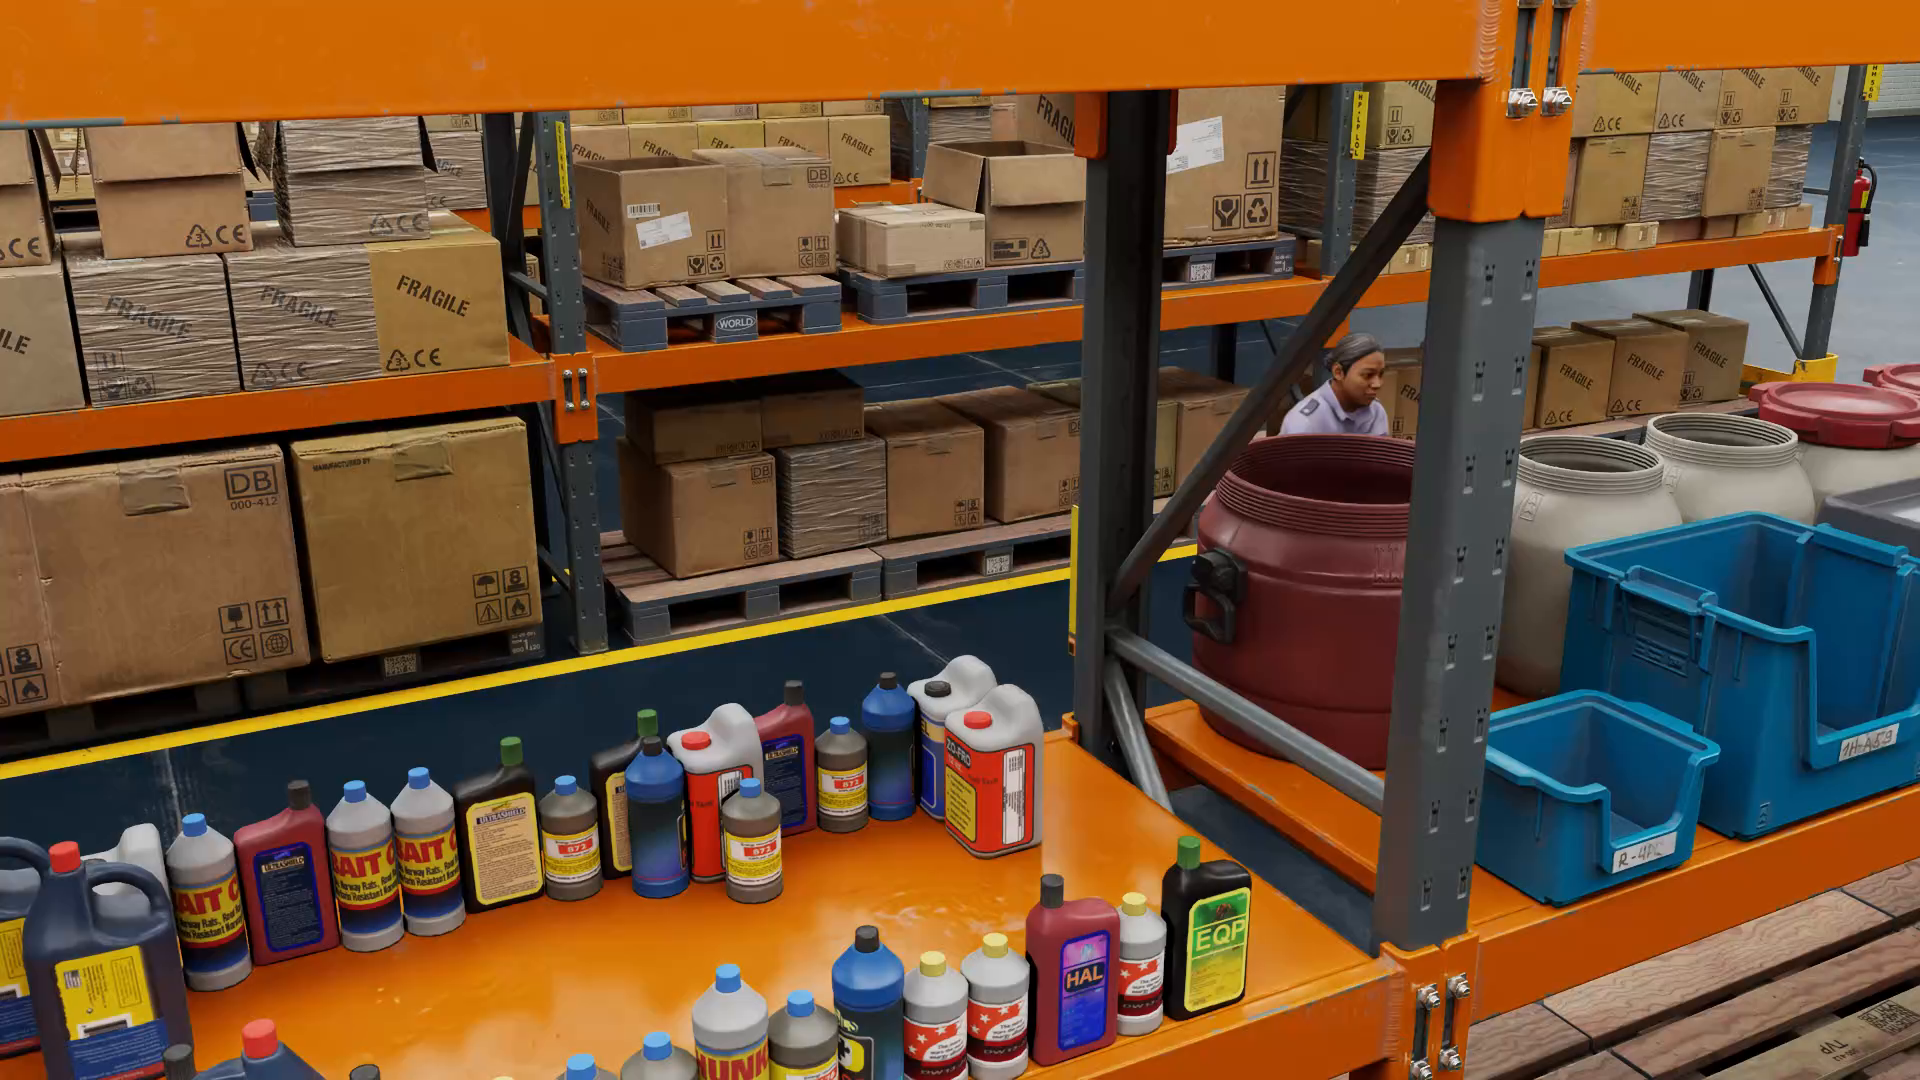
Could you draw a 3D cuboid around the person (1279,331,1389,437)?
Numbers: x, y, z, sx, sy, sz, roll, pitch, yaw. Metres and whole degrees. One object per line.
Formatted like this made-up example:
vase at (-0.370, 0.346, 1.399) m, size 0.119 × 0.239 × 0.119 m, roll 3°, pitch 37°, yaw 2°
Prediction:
person at (1.295, 0.074, 5.854) m, size 0.547 × 1.650 × 0.424 m, roll -11°, pitch 21°, yaw -29°
